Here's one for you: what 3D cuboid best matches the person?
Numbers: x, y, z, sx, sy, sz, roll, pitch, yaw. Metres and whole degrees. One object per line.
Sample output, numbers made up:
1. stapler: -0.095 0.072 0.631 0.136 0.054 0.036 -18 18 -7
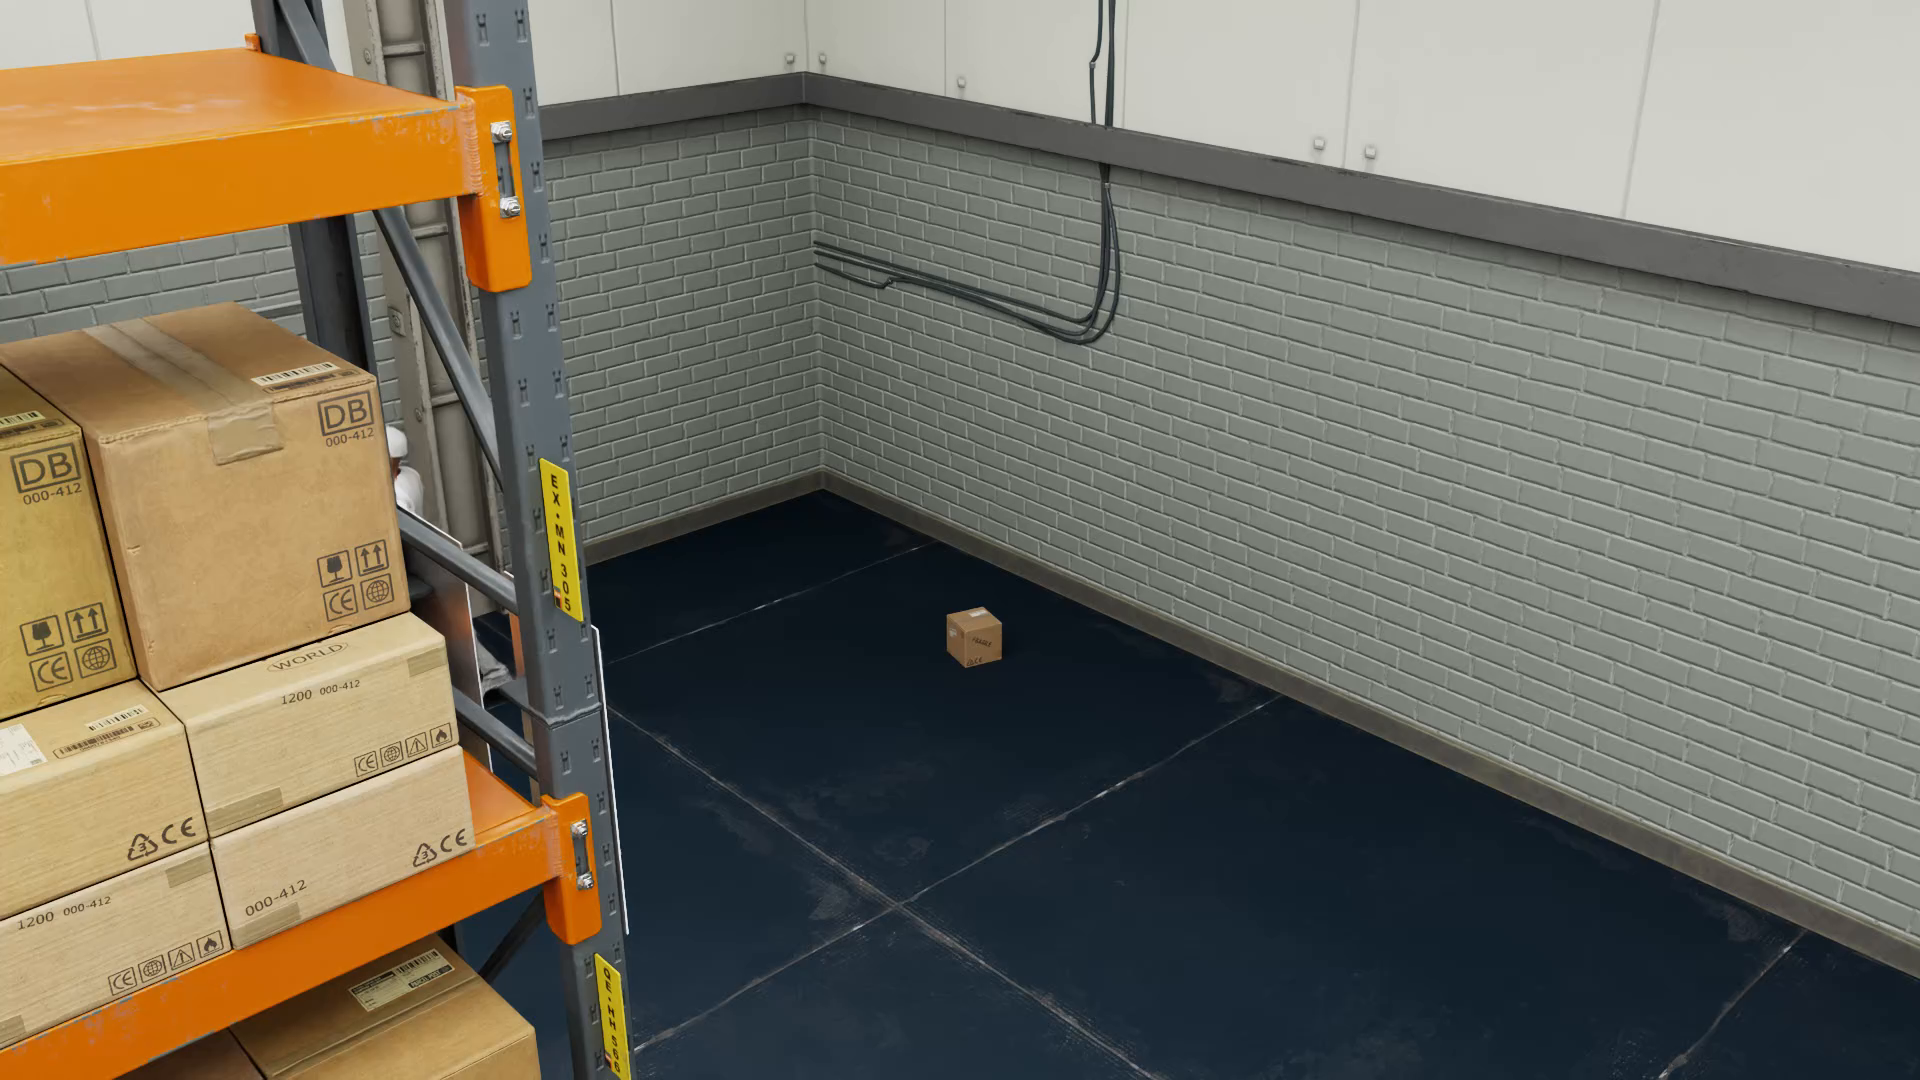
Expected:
1. person: -3.108 0.183 9.180 1.068 1.724 0.559 -1 24 -2
